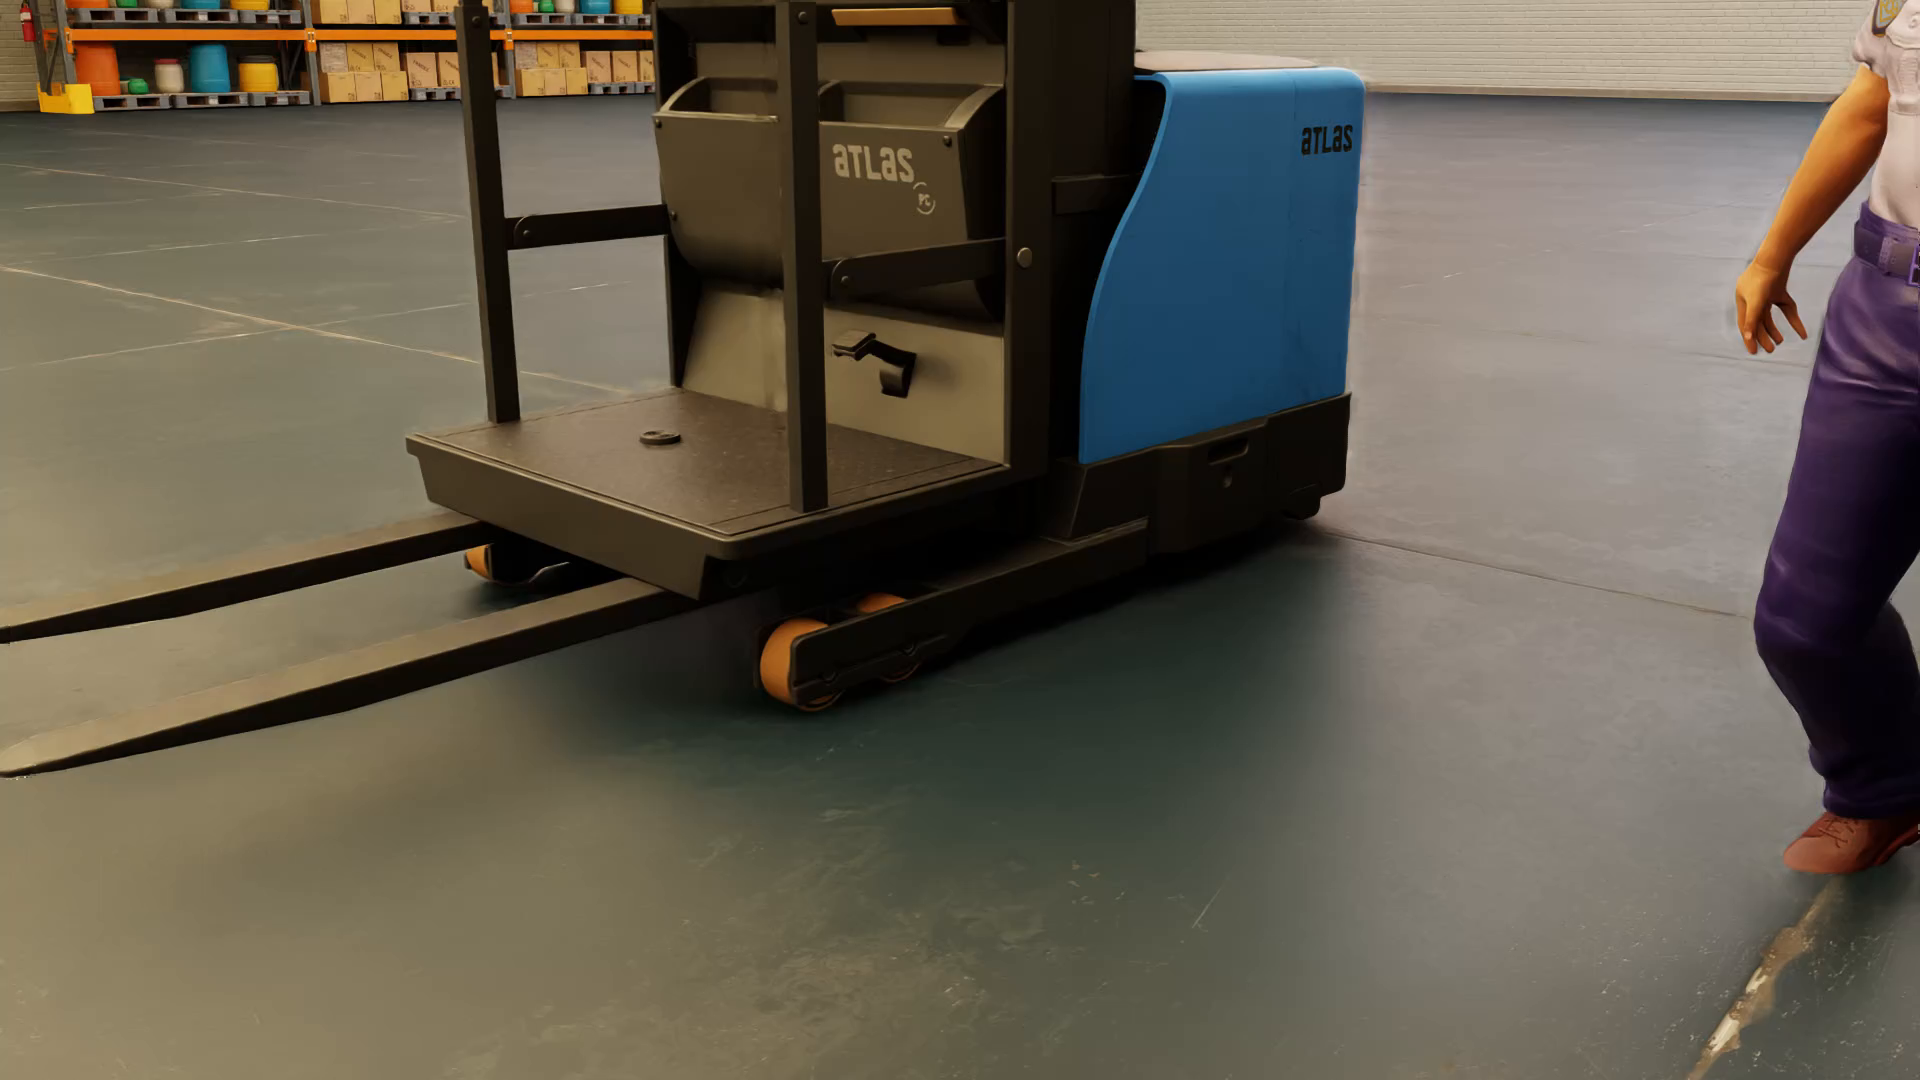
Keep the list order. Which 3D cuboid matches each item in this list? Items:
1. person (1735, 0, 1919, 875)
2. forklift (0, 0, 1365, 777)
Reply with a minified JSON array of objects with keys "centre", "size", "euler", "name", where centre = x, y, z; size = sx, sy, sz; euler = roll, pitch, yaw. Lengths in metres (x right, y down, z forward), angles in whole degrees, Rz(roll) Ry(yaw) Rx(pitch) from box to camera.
[{"centre":[1.306,-0.221,2.039],"size":[0.485,1.625,0.819],"euler":[-10,19,-29],"name":"person"},{"centre":[-0.431,-1.266,3.067],"size":[1.130,2.935,3.031],"euler":[16,23,42],"name":"forklift"}]
